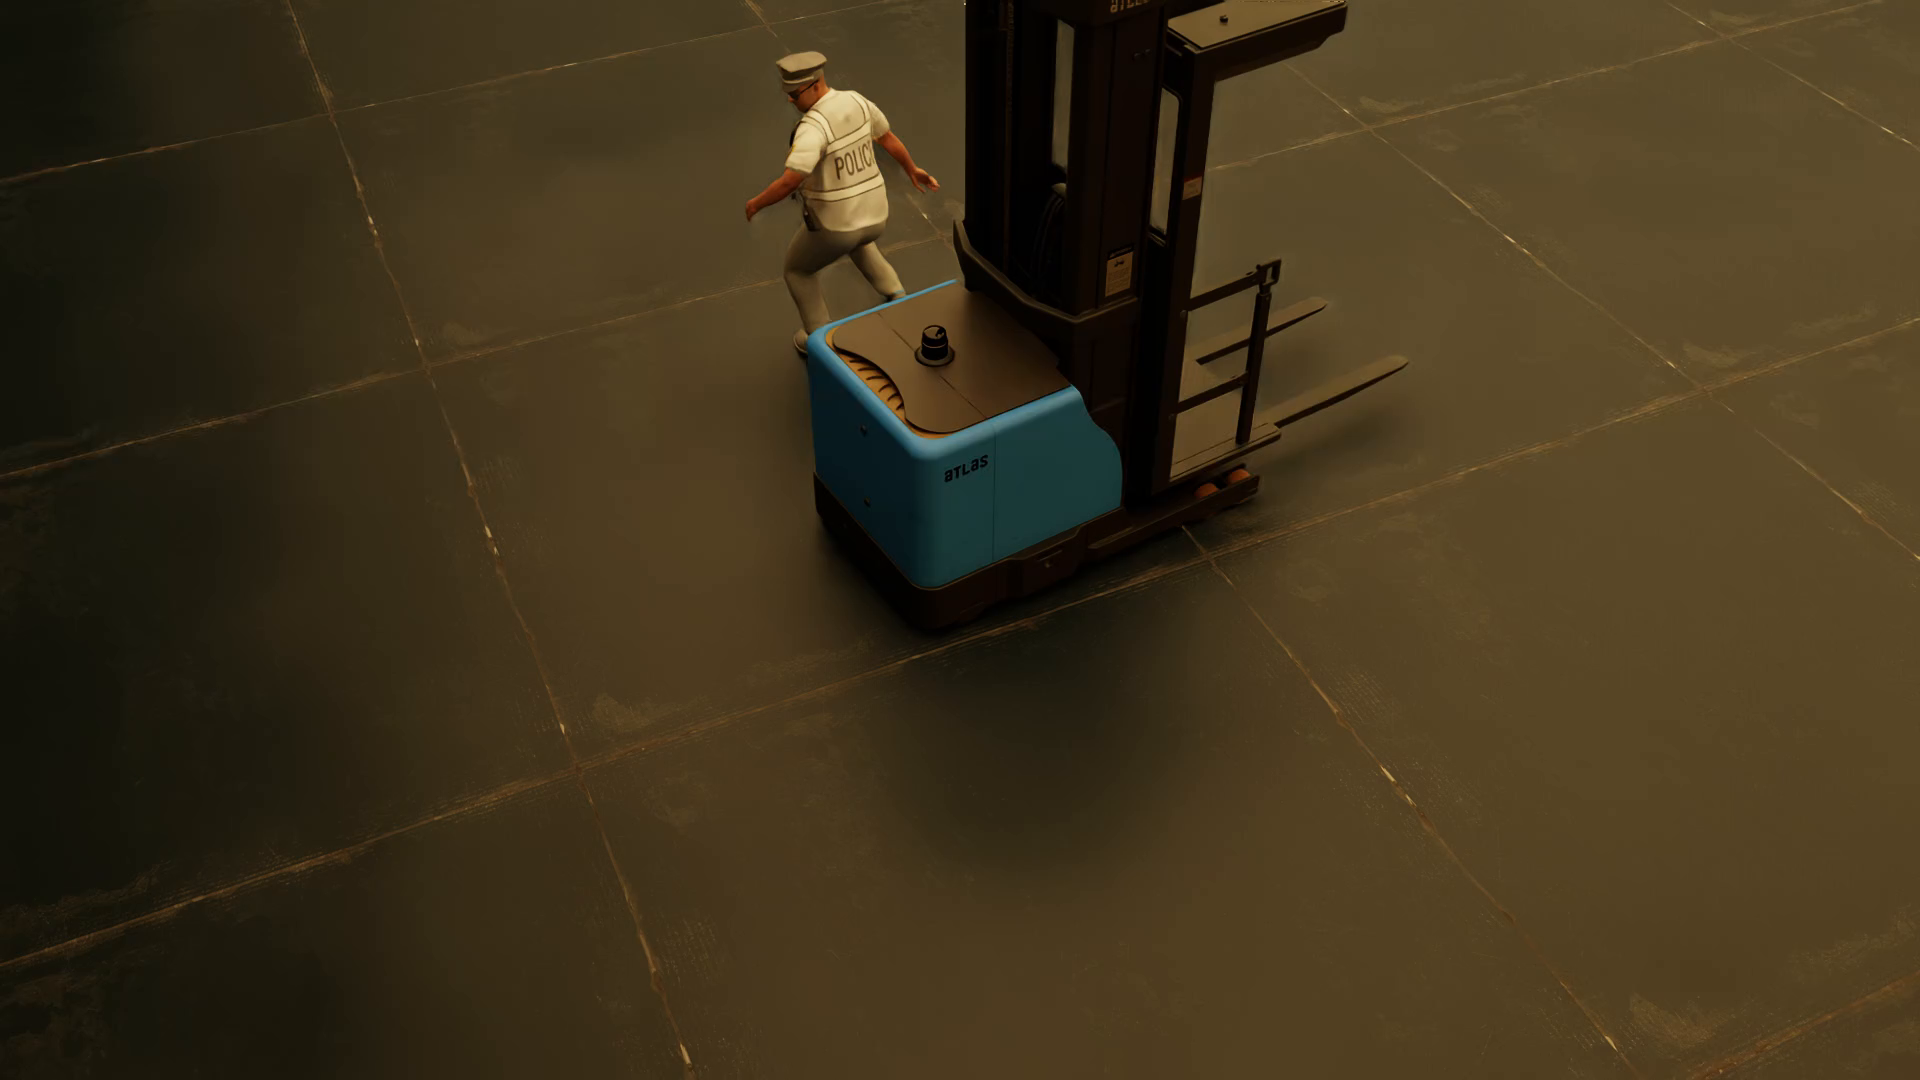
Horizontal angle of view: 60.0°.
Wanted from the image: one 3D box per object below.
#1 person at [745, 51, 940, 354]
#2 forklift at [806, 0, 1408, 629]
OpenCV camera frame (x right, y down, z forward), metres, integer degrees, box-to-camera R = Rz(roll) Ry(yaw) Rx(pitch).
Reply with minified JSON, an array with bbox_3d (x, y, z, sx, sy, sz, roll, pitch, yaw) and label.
[{"bbox_3d":[-0.589,-1.716,8.580,0.550,1.648,1.003,33,52,30],"label":"person"},{"bbox_3d":[0.834,-1.457,7.241,3.031,2.935,1.130,-24,48,-23],"label":"forklift"}]
